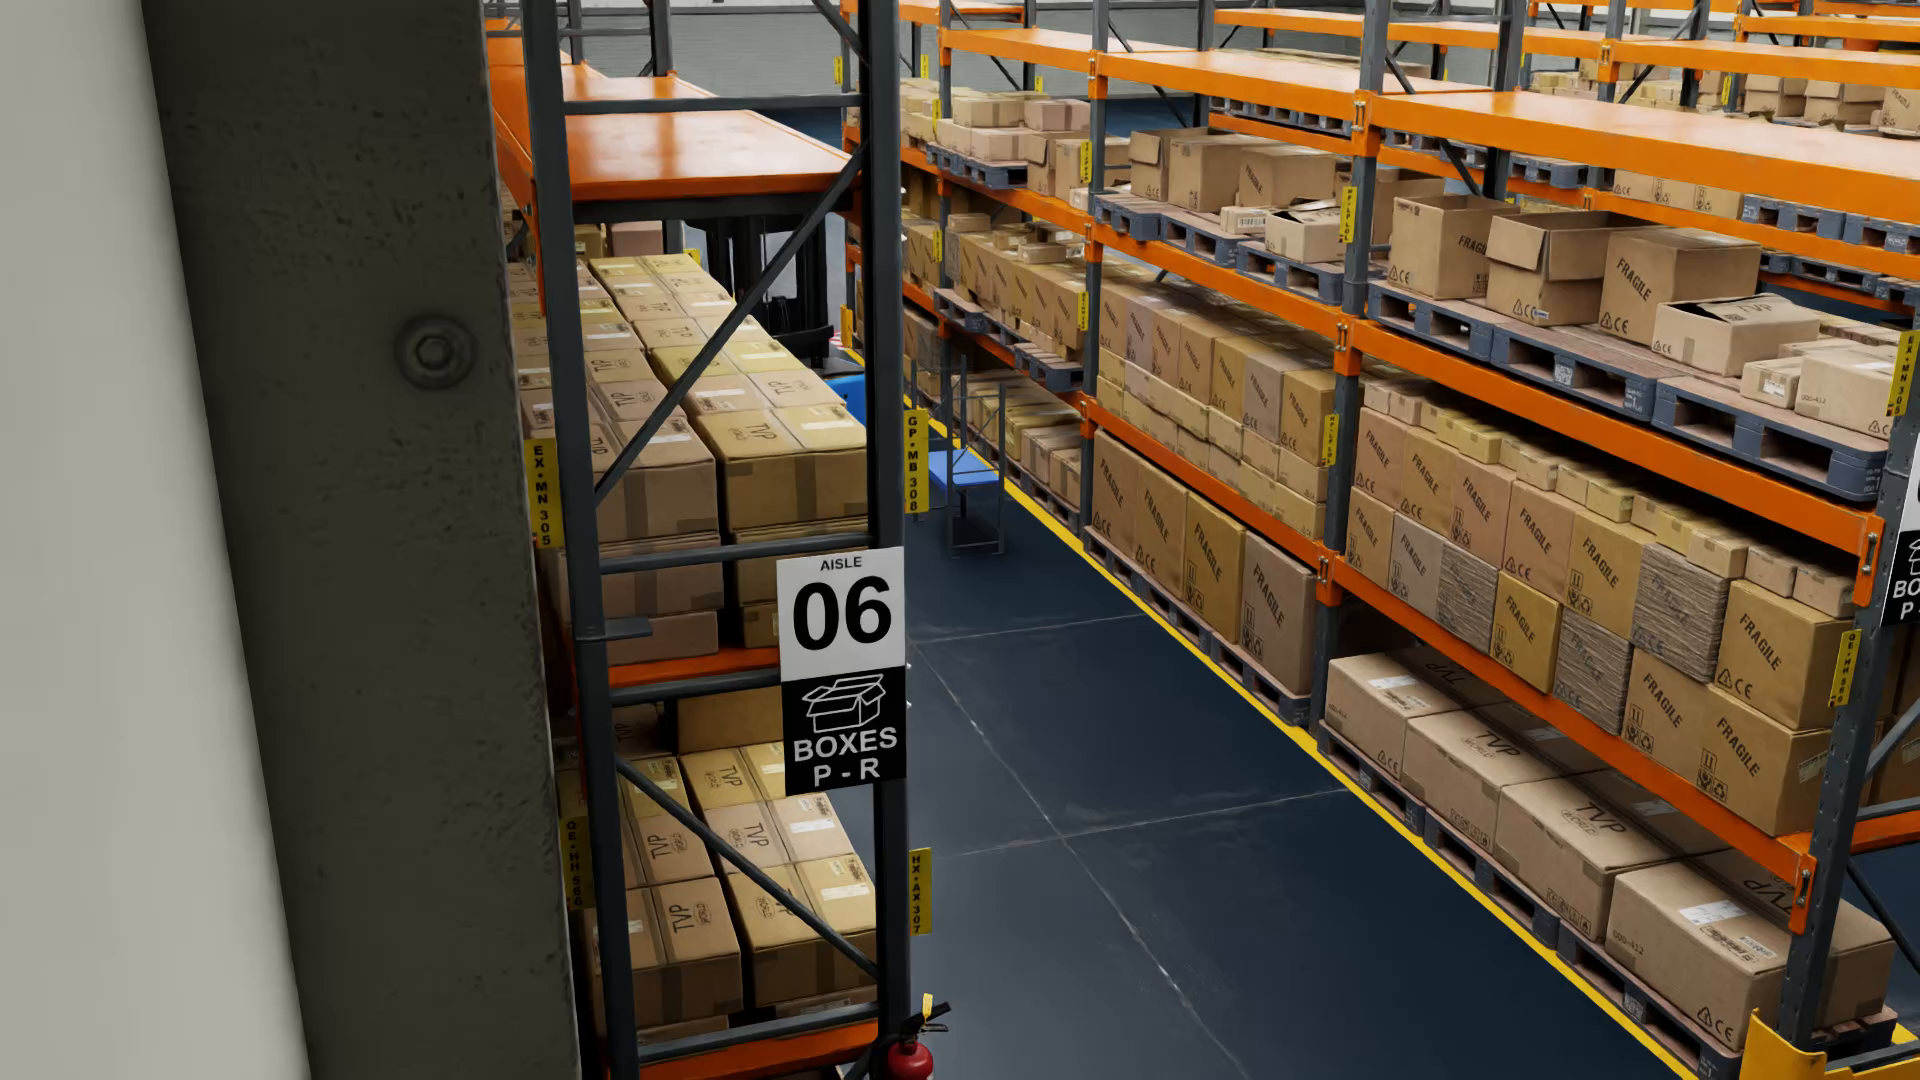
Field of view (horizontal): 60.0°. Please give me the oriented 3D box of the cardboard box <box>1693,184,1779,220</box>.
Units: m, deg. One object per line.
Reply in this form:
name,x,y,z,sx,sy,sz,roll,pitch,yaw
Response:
cardboard box,6.458,-2.938,13.714,0.500,0.500,0.500,-6,21,-17

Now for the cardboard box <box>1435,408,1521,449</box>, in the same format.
cardboard box,2.884,-0.618,9.254,0.380,0.149,0.250,-7,21,-18

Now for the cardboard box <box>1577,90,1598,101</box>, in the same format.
cardboard box,8.657,-5.907,22.350,0.500,0.250,0.500,-6,21,-17

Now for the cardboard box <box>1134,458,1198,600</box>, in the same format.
cardboard box,1.952,-0.133,13.011,0.875,0.875,0.875,-6,21,-17

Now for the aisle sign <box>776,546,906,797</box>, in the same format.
aisle sign,-0.359,0.411,5.130,0.394,0.787,0.004,-6,21,-17

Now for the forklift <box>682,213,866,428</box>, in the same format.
forklift,-2.048,-2.268,16.534,1.130,2.935,3.031,-15,24,-35

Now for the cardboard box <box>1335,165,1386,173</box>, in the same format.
cardboard box,4.581,-4.159,19.879,0.875,0.550,0.550,-6,21,-17

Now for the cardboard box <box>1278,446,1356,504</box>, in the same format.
cardboard box,2.425,-0.449,10.851,0.500,0.250,0.500,-6,21,-17

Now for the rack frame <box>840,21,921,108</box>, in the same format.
rack frame,-0.977,-6.843,20.296,1.000,3.000,0.127,-6,21,-17

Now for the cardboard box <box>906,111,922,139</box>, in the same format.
cardboard box,-0.274,-4.492,17.970,0.500,0.250,0.500,-7,21,-18

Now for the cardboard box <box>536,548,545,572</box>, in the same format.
cardboard box,-1.229,-0.114,5.782,0.500,0.250,0.500,-6,21,-17

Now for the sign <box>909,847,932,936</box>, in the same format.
sign,-0.144,1.179,5.557,0.100,0.325,0.005,-6,21,-17

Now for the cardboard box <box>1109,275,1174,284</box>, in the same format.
cardboard box,1.616,-2.006,14.495,0.500,0.500,0.500,-7,21,-19

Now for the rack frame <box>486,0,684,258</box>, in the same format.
rack frame,-1.916,-2.463,8.103,1.000,3.000,0.127,-6,21,-17

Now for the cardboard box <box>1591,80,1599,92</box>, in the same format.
cardboard box,8.674,-6.067,22.205,0.380,0.149,0.250,-7,21,-20

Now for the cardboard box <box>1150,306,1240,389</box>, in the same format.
cardboard box,1.773,-1.460,12.556,0.500,0.500,0.500,-6,21,-16

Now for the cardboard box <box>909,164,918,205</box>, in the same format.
cardboard box,-0.199,-4.220,19.802,0.700,0.500,0.500,-7,21,-18

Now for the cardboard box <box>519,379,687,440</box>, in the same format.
cardboard box,-1.227,-0.353,5.706,0.500,0.250,0.500,-7,21,-19

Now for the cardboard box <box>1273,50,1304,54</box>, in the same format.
cardboard box,4.276,-6.257,21.524,0.380,0.149,0.250,-6,21,-16

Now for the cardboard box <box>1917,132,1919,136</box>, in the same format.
cardboard box,10.394,-4.130,17.403,0.500,0.250,0.500,-6,21,-17

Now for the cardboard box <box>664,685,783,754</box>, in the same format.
cardboard box,-1.018,0.566,7.216,0.500,0.500,0.500,-6,21,-16

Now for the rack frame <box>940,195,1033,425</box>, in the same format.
rack frame,0.280,-2.736,17.736,1.000,3.000,0.127,-6,21,-17

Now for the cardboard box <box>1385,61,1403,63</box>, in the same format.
cardboard box,4.995,-5.523,19.483,0.380,0.149,0.250,-7,21,-18

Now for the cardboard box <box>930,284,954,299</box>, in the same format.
cardboard box,-0.110,-2.688,17.975,0.380,0.149,0.250,-7,21,-18

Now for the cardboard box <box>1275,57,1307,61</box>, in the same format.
cardboard box,4.052,-5.778,20.192,0.380,0.149,0.250,-6,21,-17

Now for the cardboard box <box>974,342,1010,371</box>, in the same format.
cardboard box,0.351,-2.210,18.610,0.500,0.500,0.500,-5,20,-15

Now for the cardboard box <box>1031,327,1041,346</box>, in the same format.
cardboard box,0.865,-1.848,15.014,0.380,0.149,0.250,-7,21,-20

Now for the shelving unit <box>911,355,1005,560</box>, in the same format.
shelving unit,-0.027,-0.733,14.379,0.538,1.500,1.048,-6,21,-17

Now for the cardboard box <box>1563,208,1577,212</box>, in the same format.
cardboard box,8.589,-4.514,23.059,0.380,0.149,0.250,-6,21,-17

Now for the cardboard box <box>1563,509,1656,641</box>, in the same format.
cardboard box,3.330,0.144,8.090,0.500,0.500,0.500,-6,21,-17

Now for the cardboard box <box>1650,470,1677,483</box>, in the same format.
cardboard box,3.756,-0.353,8.516,0.380,0.149,0.250,-7,21,-19

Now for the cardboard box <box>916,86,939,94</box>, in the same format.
cardboard box,-0.290,-5.191,19.327,0.380,0.149,0.250,-7,21,-19

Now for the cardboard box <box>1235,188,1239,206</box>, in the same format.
cardboard box,2.303,-2.593,12.480,0.396,0.266,0.258,-7,21,-19

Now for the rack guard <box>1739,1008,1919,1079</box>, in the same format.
rack guard,4.059,2.299,7.416,1.175,0.500,0.348,-6,21,-17

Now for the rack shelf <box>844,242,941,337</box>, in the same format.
rack shelf,-0.348,-3.039,19.644,1.077,0.370,4.000,-6,21,-17

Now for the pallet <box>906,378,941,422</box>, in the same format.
pallet,0.036,-1.635,18.797,1.003,0.211,1.213,-6,21,-17

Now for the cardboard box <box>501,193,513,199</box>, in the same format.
cardboard box,-3.060,-2.200,11.000,0.380,0.149,0.250,-6,21,-15

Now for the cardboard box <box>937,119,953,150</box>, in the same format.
cardboard box,0.083,-4.044,16.543,0.500,0.250,0.500,-7,21,-19

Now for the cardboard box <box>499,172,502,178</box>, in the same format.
cardboard box,-3.645,-2.715,12.692,0.500,0.250,0.500,-6,21,-17

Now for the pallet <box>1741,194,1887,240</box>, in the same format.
pallet,7.040,-2.592,13.176,1.213,0.211,1.003,-6,21,-17

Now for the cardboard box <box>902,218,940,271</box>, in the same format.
cardboard box,-0.431,-3.369,18.912,0.500,0.500,0.500,-6,21,-16

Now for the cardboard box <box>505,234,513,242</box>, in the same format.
cardboard box,-2.384,-1.646,9.427,0.380,0.149,0.250,-6,21,-16

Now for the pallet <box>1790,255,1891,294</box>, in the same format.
pallet,10.284,-3.046,18.883,1.003,0.211,1.213,-6,21,-17

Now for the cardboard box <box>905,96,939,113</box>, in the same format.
cardboard box,-0.384,-4.721,18.017,0.380,0.149,0.250,-6,21,-16

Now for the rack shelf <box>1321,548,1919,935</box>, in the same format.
rack shelf,3.423,0.812,8.923,1.077,0.370,4.000,-6,21,-17

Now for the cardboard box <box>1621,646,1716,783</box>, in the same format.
cardboard box,3.506,0.779,7.803,0.500,0.500,0.500,-7,21,-18

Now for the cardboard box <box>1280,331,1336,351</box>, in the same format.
cardboard box,2.588,-1.179,11.776,0.500,0.500,0.500,-7,21,-19

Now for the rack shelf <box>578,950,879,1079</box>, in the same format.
rack shelf,-1.288,1.340,7.452,1.077,0.370,4.000,-6,21,-17

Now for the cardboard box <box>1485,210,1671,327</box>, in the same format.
cardboard box,3.249,-1.444,8.781,0.797,0.503,0.637,-5,20,-13

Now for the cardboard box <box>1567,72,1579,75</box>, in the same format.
cardboard box,8.814,-6.545,23.536,0.380,0.149,0.250,-6,21,-17

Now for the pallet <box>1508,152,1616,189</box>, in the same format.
pallet,5.952,-3.534,15.801,1.213,0.211,1.003,-5,20,-15

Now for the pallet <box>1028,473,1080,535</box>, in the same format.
pallet,1.293,-0.391,15.332,1.003,0.211,1.213,-6,21,-17

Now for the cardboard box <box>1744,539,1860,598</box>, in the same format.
cardboard box,3.646,0.119,7.200,0.380,0.149,0.250,-6,21,-16

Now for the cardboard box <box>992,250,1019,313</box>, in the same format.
cardboard box,0.627,-2.455,15.745,0.500,0.500,0.500,-7,21,-19

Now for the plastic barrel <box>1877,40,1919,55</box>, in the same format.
plastic barrel,13.612,-6.944,24.115,0.600,0.588,0.600,0,20,0

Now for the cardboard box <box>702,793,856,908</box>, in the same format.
cardboard box,-0.705,1.238,6.454,0.500,0.250,0.500,-6,21,-17

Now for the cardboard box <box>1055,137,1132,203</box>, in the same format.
cardboard box,1.249,-3.216,14.488,0.700,0.500,0.500,-6,21,-17

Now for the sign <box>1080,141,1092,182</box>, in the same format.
sign,1.022,-3.050,13.409,0.100,0.325,0.005,-6,21,-17

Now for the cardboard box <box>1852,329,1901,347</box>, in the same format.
cardboard box,7.446,-1.595,13.431,0.380,0.149,0.250,-7,21,-18
